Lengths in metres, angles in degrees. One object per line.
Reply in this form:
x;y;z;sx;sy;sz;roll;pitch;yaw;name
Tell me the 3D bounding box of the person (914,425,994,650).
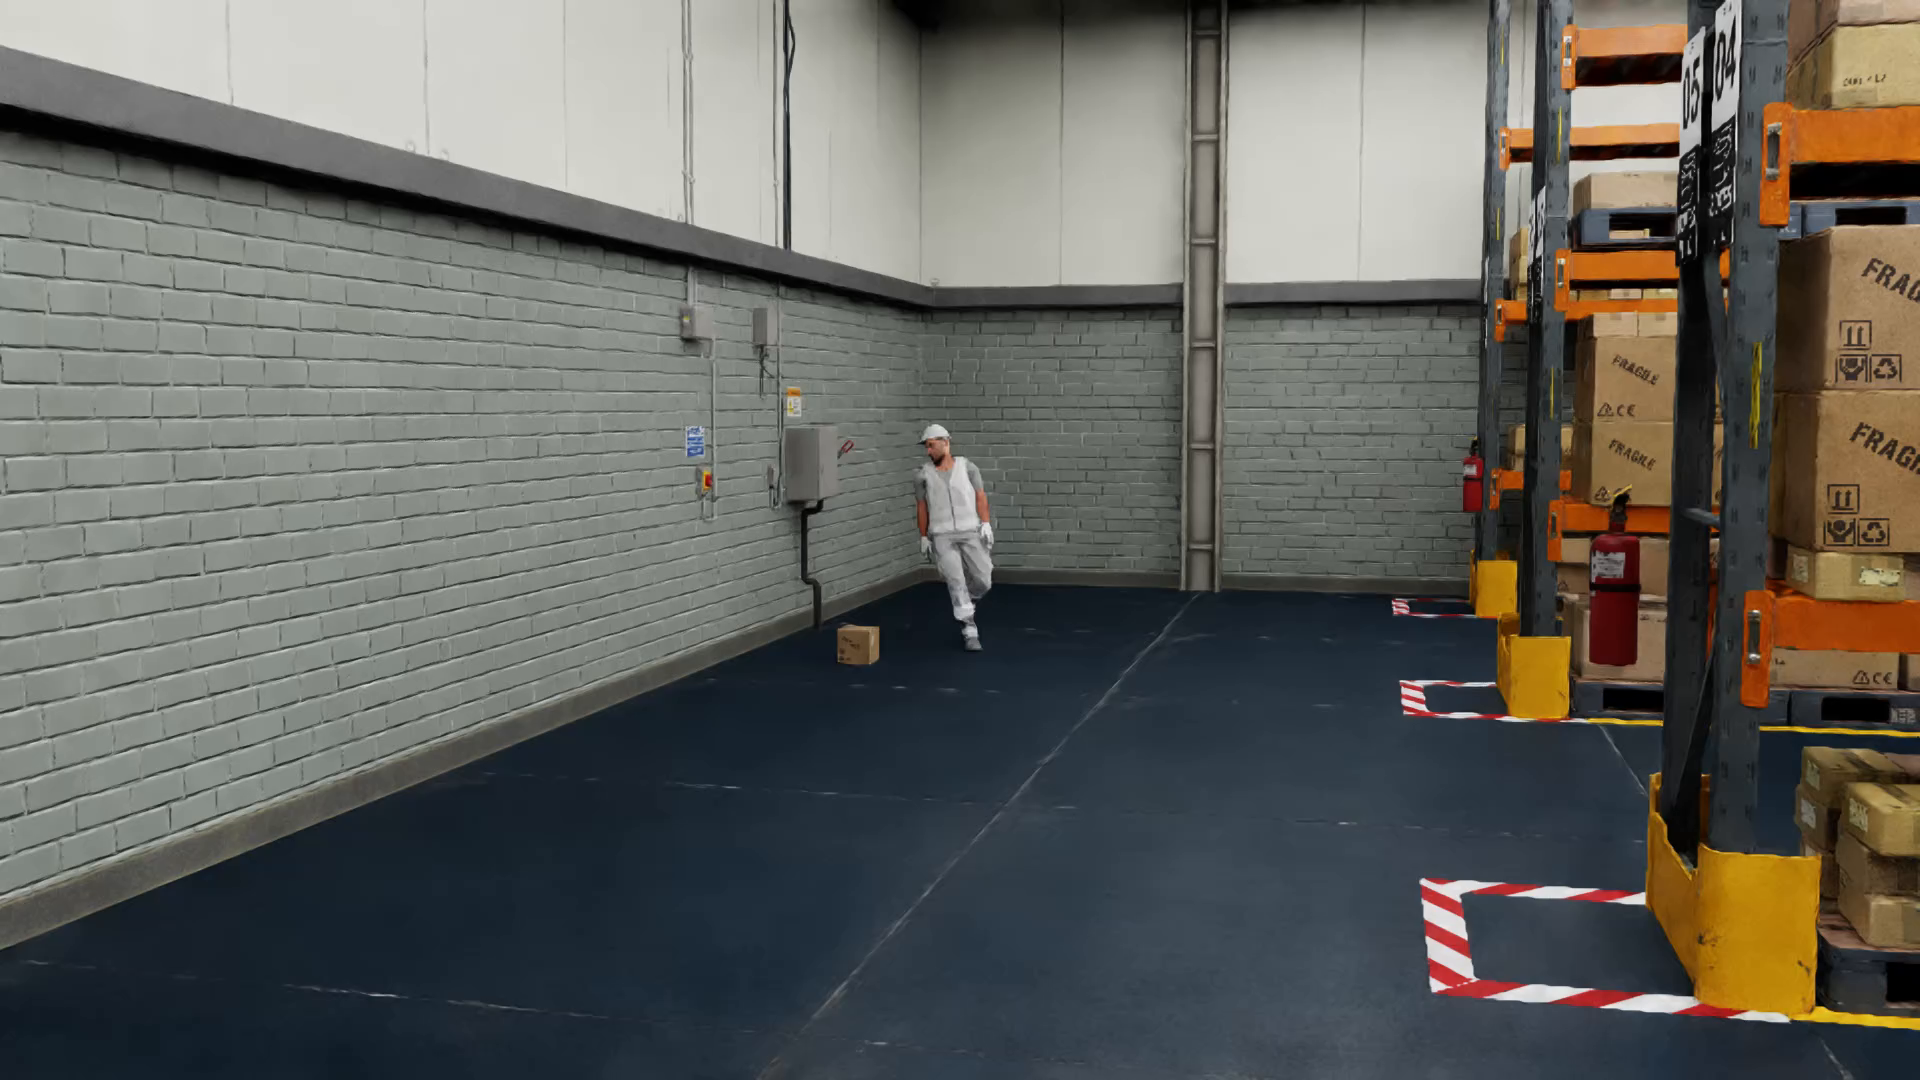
-0.048;-0.030;13.016;0.616;1.733;0.775;0;5;-4;person
